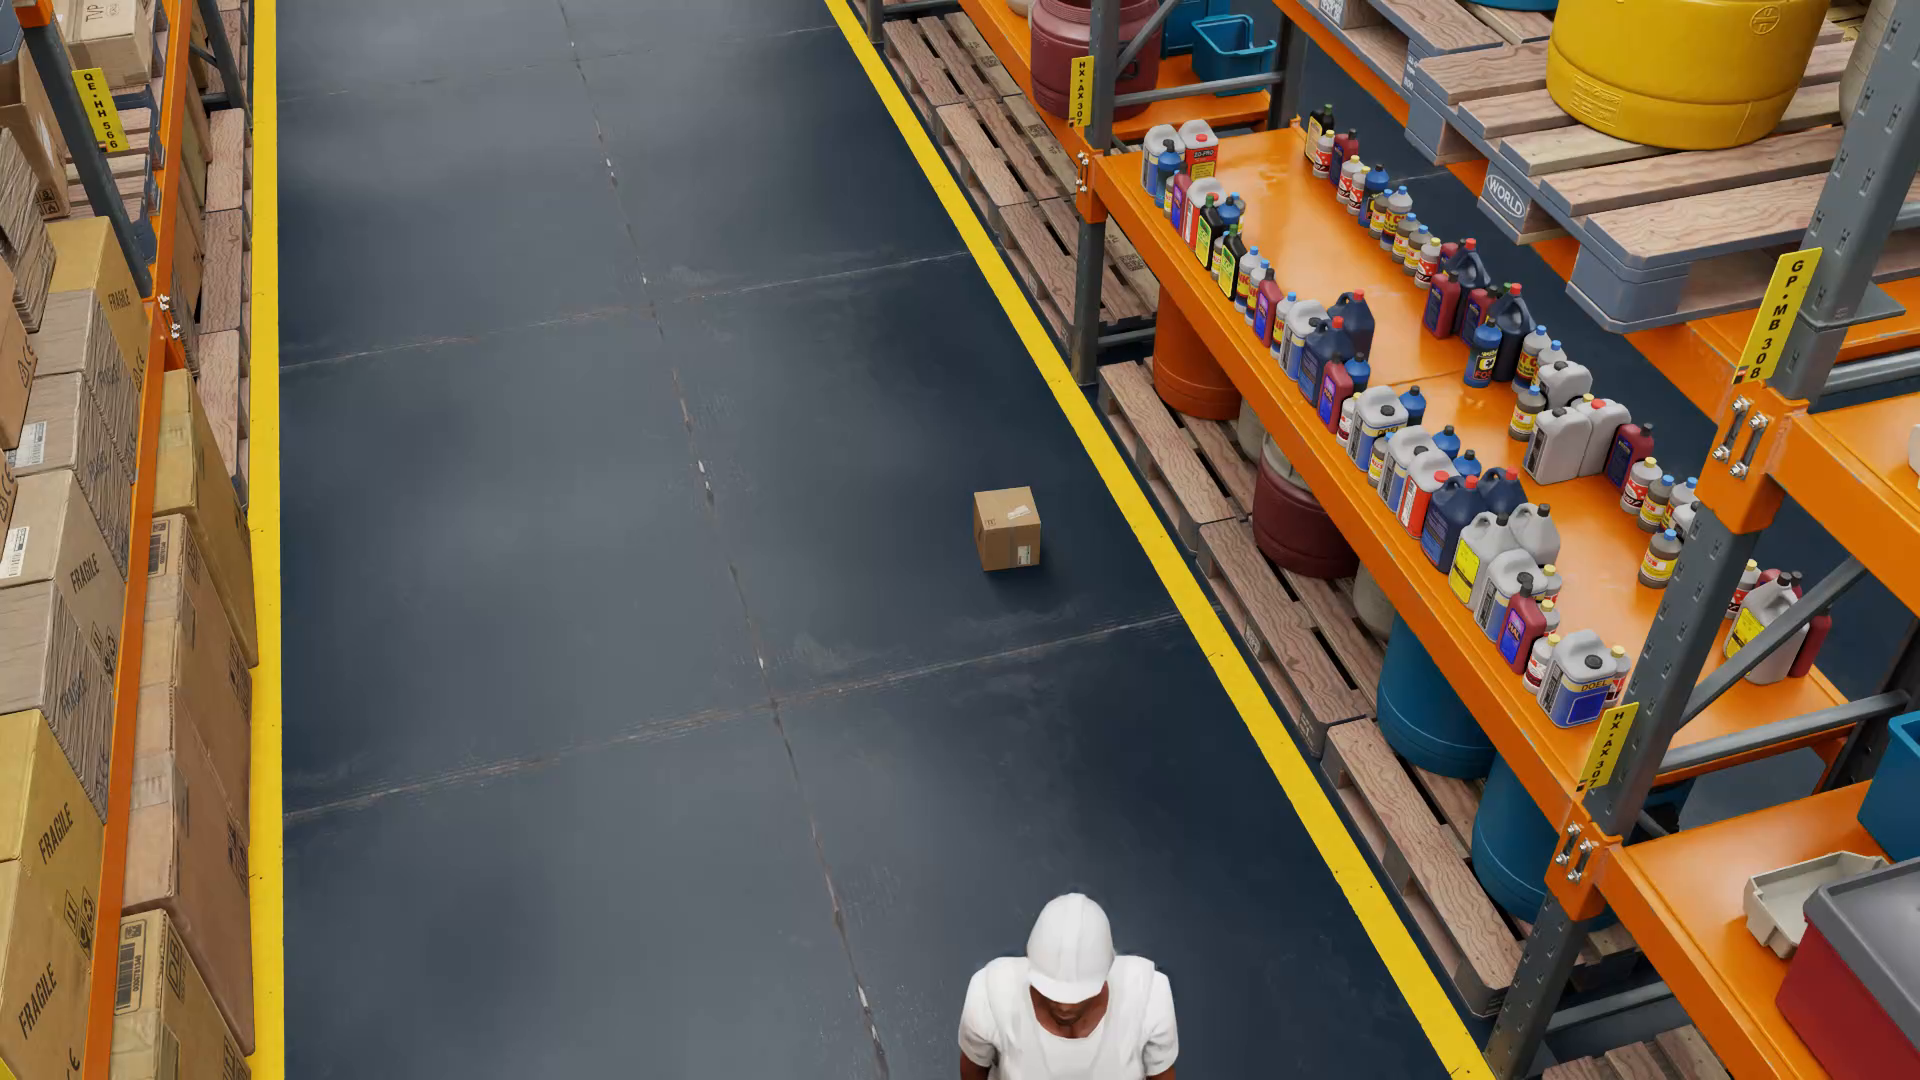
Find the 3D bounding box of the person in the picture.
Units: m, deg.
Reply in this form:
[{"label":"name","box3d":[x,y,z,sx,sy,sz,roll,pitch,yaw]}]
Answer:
[{"label":"person","box3d":[0.280,1.521,4.432,0.569,1.743,0.812,-1,42,-1]}]
